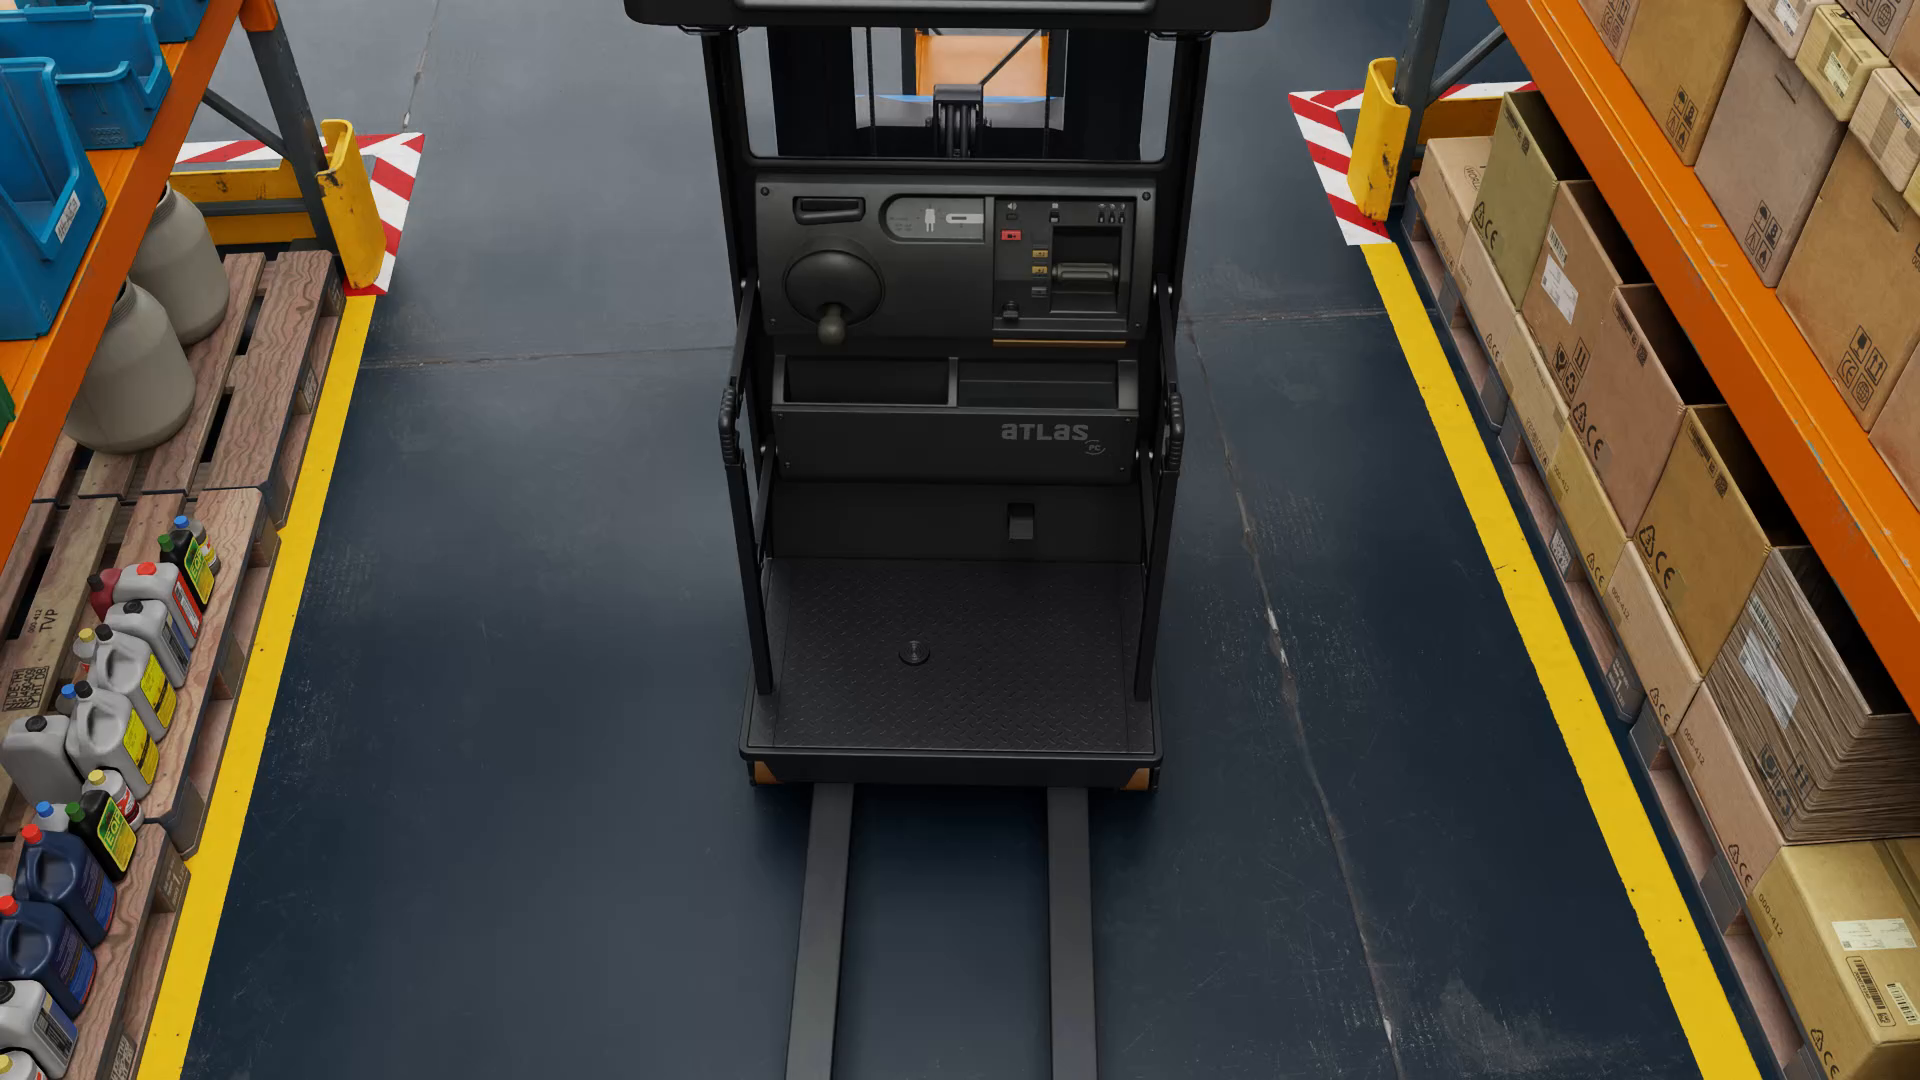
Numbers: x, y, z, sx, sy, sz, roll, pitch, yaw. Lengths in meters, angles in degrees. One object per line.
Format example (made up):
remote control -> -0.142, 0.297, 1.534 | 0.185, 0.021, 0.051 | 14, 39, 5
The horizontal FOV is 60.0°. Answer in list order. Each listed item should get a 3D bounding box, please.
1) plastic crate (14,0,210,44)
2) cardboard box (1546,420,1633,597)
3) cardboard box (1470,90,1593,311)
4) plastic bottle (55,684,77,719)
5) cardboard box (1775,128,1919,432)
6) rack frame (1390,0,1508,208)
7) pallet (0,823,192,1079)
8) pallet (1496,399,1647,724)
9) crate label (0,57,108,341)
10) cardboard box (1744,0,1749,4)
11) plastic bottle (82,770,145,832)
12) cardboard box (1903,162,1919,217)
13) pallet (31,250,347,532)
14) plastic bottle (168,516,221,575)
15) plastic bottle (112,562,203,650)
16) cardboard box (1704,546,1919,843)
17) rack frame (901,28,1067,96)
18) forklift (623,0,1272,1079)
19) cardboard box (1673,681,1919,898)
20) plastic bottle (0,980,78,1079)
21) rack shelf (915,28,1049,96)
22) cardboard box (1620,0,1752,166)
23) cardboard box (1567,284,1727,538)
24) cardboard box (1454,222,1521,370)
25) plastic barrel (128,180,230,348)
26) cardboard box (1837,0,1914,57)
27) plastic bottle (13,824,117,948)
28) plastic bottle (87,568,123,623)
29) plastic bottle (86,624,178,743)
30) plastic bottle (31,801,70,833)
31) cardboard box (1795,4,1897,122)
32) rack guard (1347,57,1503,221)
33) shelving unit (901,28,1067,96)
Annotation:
plastic crate -> -2.466, -1.706, 4.902 | 0.499, 0.251, 0.616 | -3, 47, -3
cardboard box -> 2.078, -0.112, 4.894 | 0.500, 0.250, 0.500 | -3, 47, -3
cardboard box -> 1.998, -1.093, 5.307 | 0.500, 0.500, 0.500 | -3, 47, -3
plastic bottle -> -2.308, 0.455, 4.378 | 0.097, 0.201, 0.097 | 0, 47, 0
cardboard box -> 2.333, -0.605, 3.688 | 0.700, 0.500, 0.500 | -3, 47, -3
rack frame -> 2.131, -2.400, 5.457 | 1.000, 3.000, 0.127 | -3, 47, -3
pallet -> -2.485, 1.263, 3.908 | 1.003, 0.211, 1.213 | -3, 47, -3
pallet -> 2.335, -0.009, 5.113 | 1.003, 0.211, 1.213 | -3, 47, -3
crate label -> -2.382, -0.798, 3.916 | 0.502, 0.435, 0.616 | -3, 47, -3
cardboard box -> 2.059, -1.428, 4.021 | 0.380, 0.149, 0.250 | -4, 47, -4
plastic bottle -> -2.141, 0.652, 4.191 | 0.097, 0.201, 0.097 | 0, 47, 0
cardboard box -> 2.146, -0.683, 3.315 | 0.380, 0.149, 0.250 | -4, 47, -3
pallet -> -2.690, -0.502, 5.580 | 1.003, 0.211, 1.213 | -3, 47, -3
plastic bottle -> -2.215, 0.012, 4.797 | 0.097, 0.201, 0.097 | 0, 47, 0
plastic bottle -> -2.221, 0.170, 4.596 | 0.152, 0.276, 0.135 | -3, 47, -3
cardboard box -> 2.179, 0.353, 3.938 | 0.500, 0.500, 0.500 | -3, 47, -3
rack frame -> 0.072, -1.209, 5.363 | 0.500, 1.500, 0.032 | 1, 47, 1
forklift -> -0.014, -0.556, 3.758 | 1.130, 2.935, 3.031 | 1, 47, 1
cardboard box -> 2.177, 0.611, 4.210 | 0.500, 0.250, 0.500 | -3, 47, -3
plastic bottle -> -2.115, 1.089, 3.726 | 0.152, 0.276, 0.135 | -2, 47, -2
rack shelf -> 0.082, -1.455, 5.843 | 0.538, 0.185, 1.000 | 1, 47, 1
cardboard box -> 2.242, -1.356, 4.400 | 0.700, 0.500, 0.500 | -3, 47, -3
cardboard box -> 2.077, -0.369, 4.622 | 0.500, 0.500, 0.500 | -3, 47, -3
cardboard box -> 1.999, -0.835, 5.580 | 0.500, 0.250, 0.500 | -3, 47, -3
plastic barrel -> -2.674, -0.919, 5.478 | 0.421, 0.512, 0.421 | 0, 47, 0
cardboard box -> 2.296, -1.396, 3.544 | 0.700, 0.500, 0.500 | -3, 47, -3
plastic bottle -> -2.141, 0.807, 3.942 | 0.144, 0.351, 0.185 | -5, 47, -5
plastic bottle -> -2.327, 0.175, 4.587 | 0.061, 0.283, 0.133 | -3, 47, -3
plastic bottle -> -2.192, 0.364, 4.360 | 0.144, 0.351, 0.185 | -2, 47, -2
plastic bottle -> -2.190, 0.730, 4.069 | 0.097, 0.271, 0.097 | 0, 47, 0
cardboard box -> 2.099, -1.057, 3.670 | 0.380, 0.149, 0.250 | -2, 47, -2
rack guard -> 2.129, -1.557, 6.381 | 1.175, 0.500, 0.348 | -3, 47, -3
shelving unit -> 0.082, -1.572, 5.706 | 0.587, 1.500, 1.083 | 1, 47, 1
